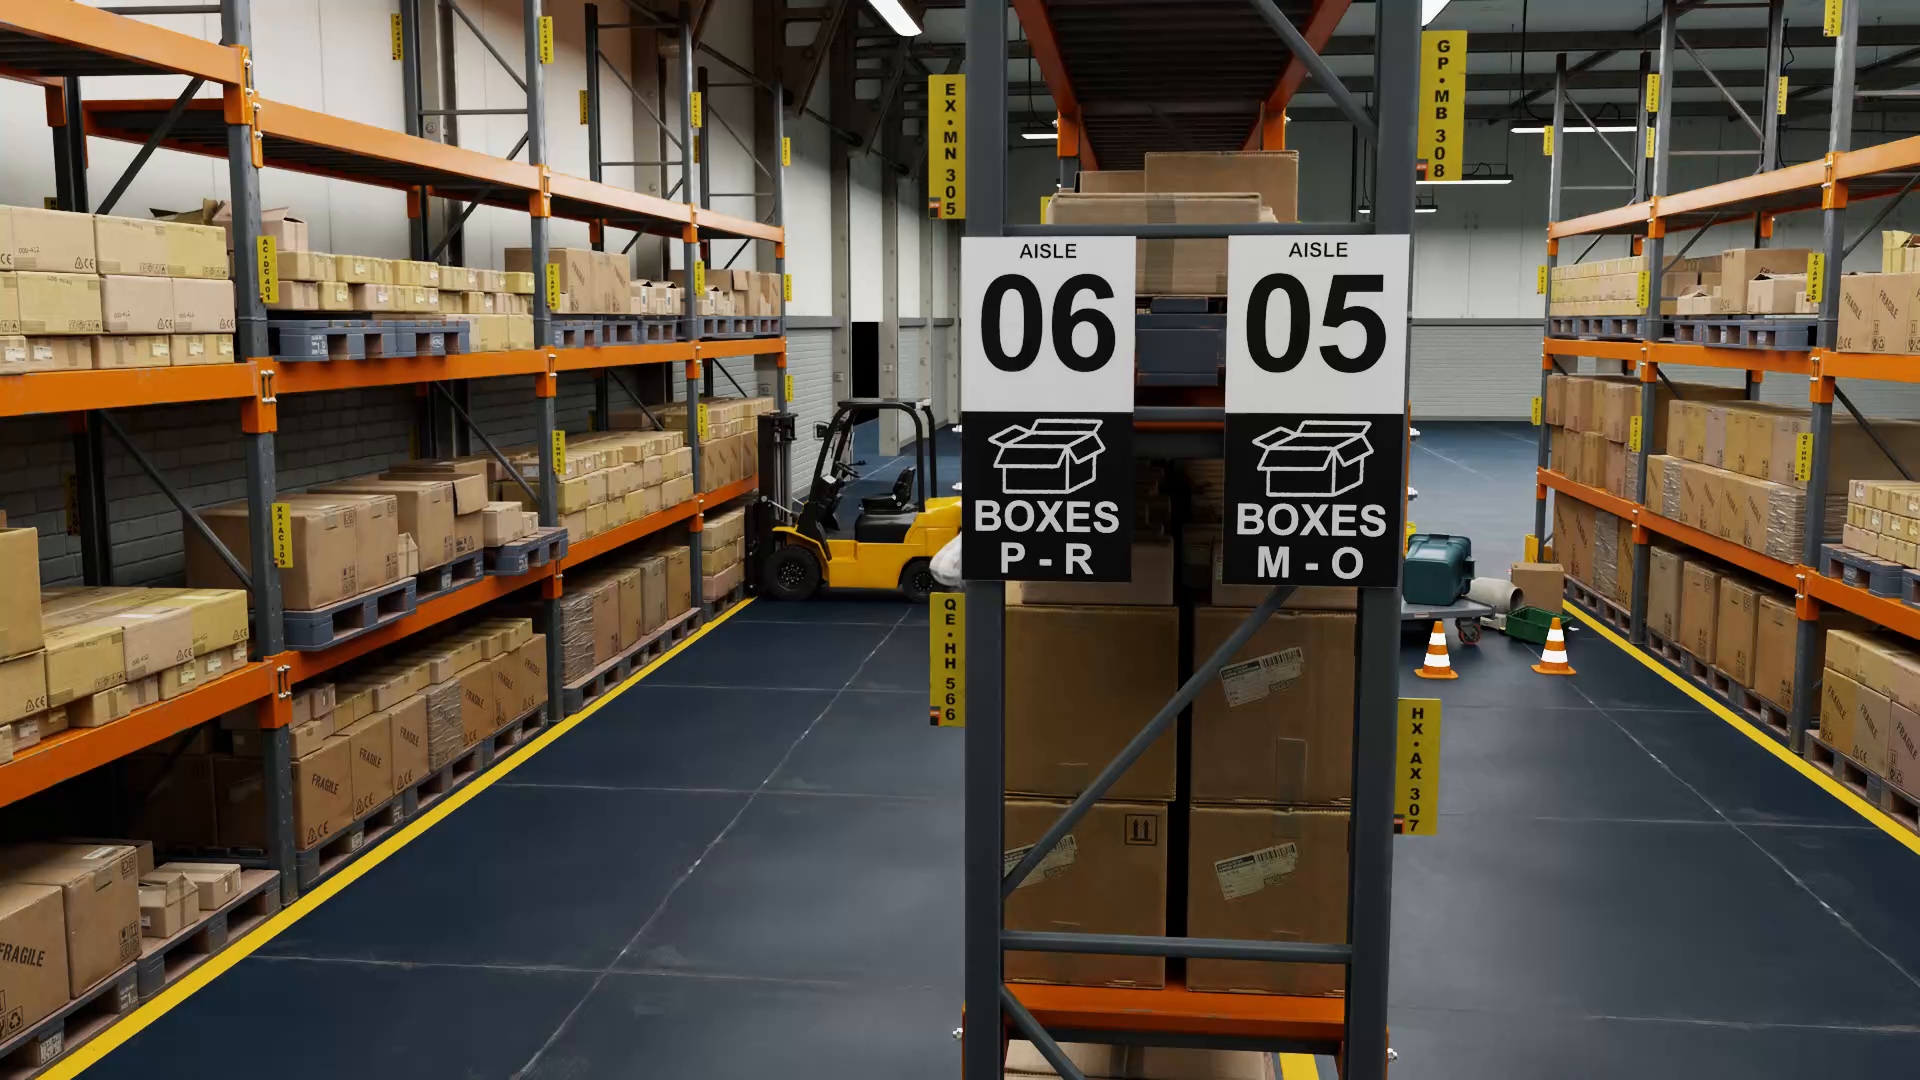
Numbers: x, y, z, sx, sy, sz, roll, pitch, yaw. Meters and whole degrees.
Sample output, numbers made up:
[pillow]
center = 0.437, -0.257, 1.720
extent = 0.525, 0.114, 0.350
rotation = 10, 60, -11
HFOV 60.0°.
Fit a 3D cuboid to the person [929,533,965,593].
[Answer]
[person]
center = 0.115, 0.303, 16.834
extent = 0.886, 1.027, 0.573
rotation = -3, 8, -23
